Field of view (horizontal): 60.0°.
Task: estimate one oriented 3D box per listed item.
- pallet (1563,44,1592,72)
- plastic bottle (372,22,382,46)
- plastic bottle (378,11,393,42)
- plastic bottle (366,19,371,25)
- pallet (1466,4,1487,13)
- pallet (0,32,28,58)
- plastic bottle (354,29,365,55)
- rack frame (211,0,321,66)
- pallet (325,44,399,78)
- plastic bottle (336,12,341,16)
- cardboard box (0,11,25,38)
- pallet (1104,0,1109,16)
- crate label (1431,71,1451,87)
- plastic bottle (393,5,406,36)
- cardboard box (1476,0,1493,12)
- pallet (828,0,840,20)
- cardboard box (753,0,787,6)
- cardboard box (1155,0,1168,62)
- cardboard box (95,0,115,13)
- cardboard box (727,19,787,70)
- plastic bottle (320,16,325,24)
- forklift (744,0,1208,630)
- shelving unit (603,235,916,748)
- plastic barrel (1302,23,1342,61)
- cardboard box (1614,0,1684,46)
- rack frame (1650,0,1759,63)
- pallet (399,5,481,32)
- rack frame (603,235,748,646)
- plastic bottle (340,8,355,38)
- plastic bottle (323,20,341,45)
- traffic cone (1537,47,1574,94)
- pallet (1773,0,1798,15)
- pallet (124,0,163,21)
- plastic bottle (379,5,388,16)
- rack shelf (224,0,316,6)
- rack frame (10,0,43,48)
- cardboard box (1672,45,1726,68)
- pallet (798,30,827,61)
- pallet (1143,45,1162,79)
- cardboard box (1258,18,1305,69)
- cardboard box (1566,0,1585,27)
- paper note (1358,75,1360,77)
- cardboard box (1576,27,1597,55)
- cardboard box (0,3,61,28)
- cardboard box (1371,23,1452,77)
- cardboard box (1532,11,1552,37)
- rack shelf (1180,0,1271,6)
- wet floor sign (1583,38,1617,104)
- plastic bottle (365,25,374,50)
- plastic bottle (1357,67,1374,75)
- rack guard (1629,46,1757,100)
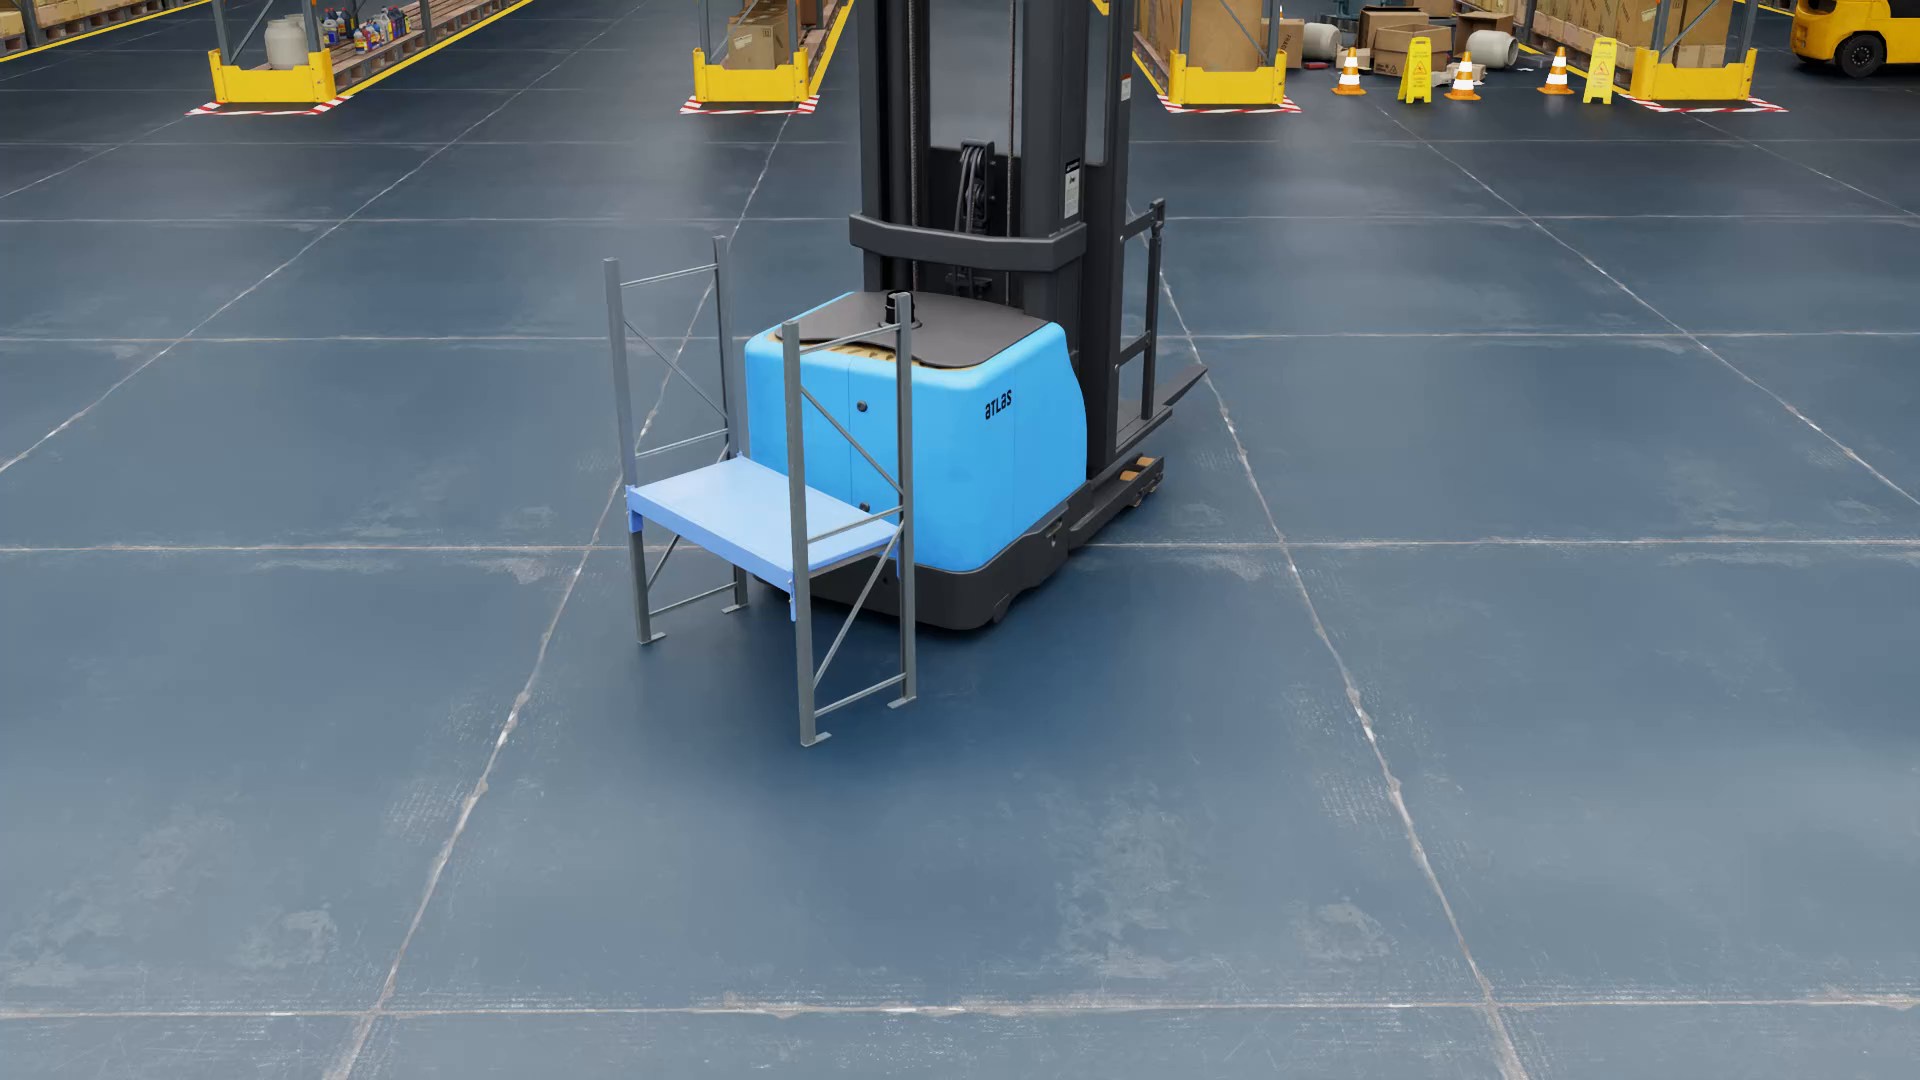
[{"bbox_3d":[7.742,-5.633,19.449,1.003,0.211,1.213,0,24,-1],"label":"pallet"},{"bbox_3d":[-6.851,-5.941,19.523,0.097,0.271,0.097,0,24,0],"label":"plastic bottle"},{"bbox_3d":[-6.878,-6.135,19.855,0.144,0.351,0.185,0,24,-1],"label":"plastic bottle"},{"bbox_3d":[-6.987,-6.036,19.719,0.061,0.283,0.133,0,24,-1],"label":"plastic bottle"},{"bbox_3d":[7.657,-7.239,22.999,1.003,0.211,1.213,0,24,-1],"label":"pallet"},{"bbox_3d":[-12.166,-5.998,20.257,1.003,0.211,1.213,0,24,-1],"label":"pallet"},{"bbox_3d":[-6.844,-5.675,18.935,0.097,0.271,0.097,0,24,0],"label":"plastic bottle"},{"bbox_3d":[-7.136,-5.969,16.808,1.000,3.000,0.127,0,24,-1],"label":"rack frame"},{"bbox_3d":[-7.197,-5.566,19.301,1.003,0.211,1.213,0,24,-1],"label":"pallet"},{"bbox_3d":[-7.583,-6.311,20.334,0.152,0.276,0.135,1,24,1],"label":"plastic bottle"},{"bbox_3d":[-11.909,-6.345,20.467,0.500,0.250,0.500,0,24,-1],"label":"cardboard box"},{"bbox_3d":[2.624,-7.673,23.959,1.003,0.211,1.213,0,24,-1],"label":"pallet"},{"bbox_3d":[5.255,-5.082,18.320,0.250,0.136,0.298,-14,28,-28],"label":"crate label"},{"bbox_3d":[-6.884,-6.347,20.324,0.144,0.351,0.185,-1,24,-2],"label":"plastic bottle"},{"bbox_3d":[7.654,-7.477,22.822,0.950,0.372,0.625,1,24,1],"label":"cardboard box"},{"bbox_3d":[-2.263,-7.696,24.009,1.003,0.211,1.213,0,24,-1],"label":"pallet"},{"bbox_3d":[-2.163,-6.036,19.479,0.500,0.500,0.500,-2,24,-5],"label":"cardboard box"},{"bbox_3d":[2.693,-5.837,18.585,0.875,0.875,0.875,-1,24,-1],"label":"cardboard box"},{"bbox_3d":[-11.906,-7.336,22.658,0.500,0.250,0.500,0,24,0],"label":"cardboard box"},{"bbox_3d":[-2.173,-5.301,17.855,0.500,0.500,0.500,4,25,9],"label":"cardboard box"},{"bbox_3d":[-7.623,-6.100,19.859,0.061,0.283,0.133,1,24,2],"label":"plastic bottle"},{"bbox_3d":[0.295,-1.563,7.150,1.130,2.935,3.031,12,27,25],"label":"forklift"},{"bbox_3d":[-0.697,-0.200,5.872,0.538,1.500,1.048,-21,32,-38],"label":"shelving unit"},{"bbox_3d":[4.281,-5.986,19.972,0.512,0.421,0.421,19,30,35],"label":"plastic barrel"},{"bbox_3d":[7.457,-5.645,18.009,0.500,0.500,0.500,0,24,0],"label":"cardboard box"},{"bbox_3d":[7.727,-6.036,16.956,1.000,3.000,0.127,0,24,-1],"label":"rack frame"},{"bbox_3d":[-7.243,-7.174,22.857,1.003,0.211,1.213,0,24,-1],"label":"pallet"},{"bbox_3d":[-1.043,-0.354,6.212,0.500,1.500,0.032,-21,32,-38],"label":"rack frame"},{"bbox_3d":[-7.441,-6.277,20.170,0.144,0.351,0.185,0,24,-1],"label":"plastic bottle"},{"bbox_3d":[-7.431,-6.001,19.649,0.152,0.276,0.135,0,24,-1],"label":"plastic bottle"},{"bbox_3d":[6.432,-5.052,17.858,0.336,0.463,0.334,0,24,-1],"label":"traffic cone"},{"bbox_3d":[12.573,-7.747,24.122,1.003,0.211,1.213,0,24,-1],"label":"pallet"},{"bbox_3d":[-12.206,-7.635,23.875,1.003,0.211,1.213,0,24,-1],"label":"pallet"},{"bbox_3d":[-7.028,-6.346,20.323,0.144,0.351,0.185,0,24,-1],"label":"plastic bottle"},{"bbox_3d":[-7.157,-6.466,18.779,1.077,0.370,4.000,0,24,-1],"label":"rack shelf"},{"bbox_3d":[-12.132,-7.597,20.407,1.000,3.000,0.127,0,24,-1],"label":"rack frame"},{"bbox_3d":[7.994,-5.308,18.174,0.500,0.250,0.500,0,24,-1],"label":"cardboard box"},{"bbox_3d":[-2.184,-6.093,20.465,1.003,0.211,1.213,0,24,-1],"label":"pallet"},{"bbox_3d":[2.681,-5.532,19.226,1.003,0.211,1.213,0,24,-1],"label":"pallet"},{"bbox_3d":[3.777,-5.848,19.570,0.500,0.500,0.500,4,25,9],"label":"cardboard box"},{"bbox_3d":[7.441,-6.286,19.426,0.500,0.500,0.500,1,24,2],"label":"cardboard box"},{"bbox_3d":[4.459,-5.255,18.835,0.144,0.017,0.142,8,26,18],"label":"paper note"},{"bbox_3d":[7.440,-5.736,19.119,0.500,0.250,0.500,-1,24,-2],"label":"cardboard box"},{"bbox_3d":[-11.889,-6.703,21.257,0.500,0.250,0.500,-1,24,-2],"label":"cardboard box"},{"bbox_3d":[5.176,-5.611,19.046,0.797,0.503,0.637,-19,31,-36],"label":"cardboard box"},{"bbox_3d":[7.419,-6.379,20.540,0.500,0.250,0.500,-1,24,-3],"label":"cardboard box"},{"bbox_3d":[2.756,-6.469,18.785,1.077,0.370,4.000,0,24,-1],"label":"rack shelf"},{"bbox_3d":[6.659,-4.880,17.258,0.267,0.644,0.232,8,26,18],"label":"wet floor sign"},{"bbox_3d":[-6.847,-5.816,19.247,0.097,0.271,0.097,0,24,0],"label":"plastic bottle"},{"bbox_3d":[4.619,-5.398,19.110,0.133,0.061,0.283,-9,26,-19],"label":"plastic bottle"},{"bbox_3d":[7.726,-4.928,17.540,1.175,0.500,0.348,0,24,-1],"label":"rack guard"}]
